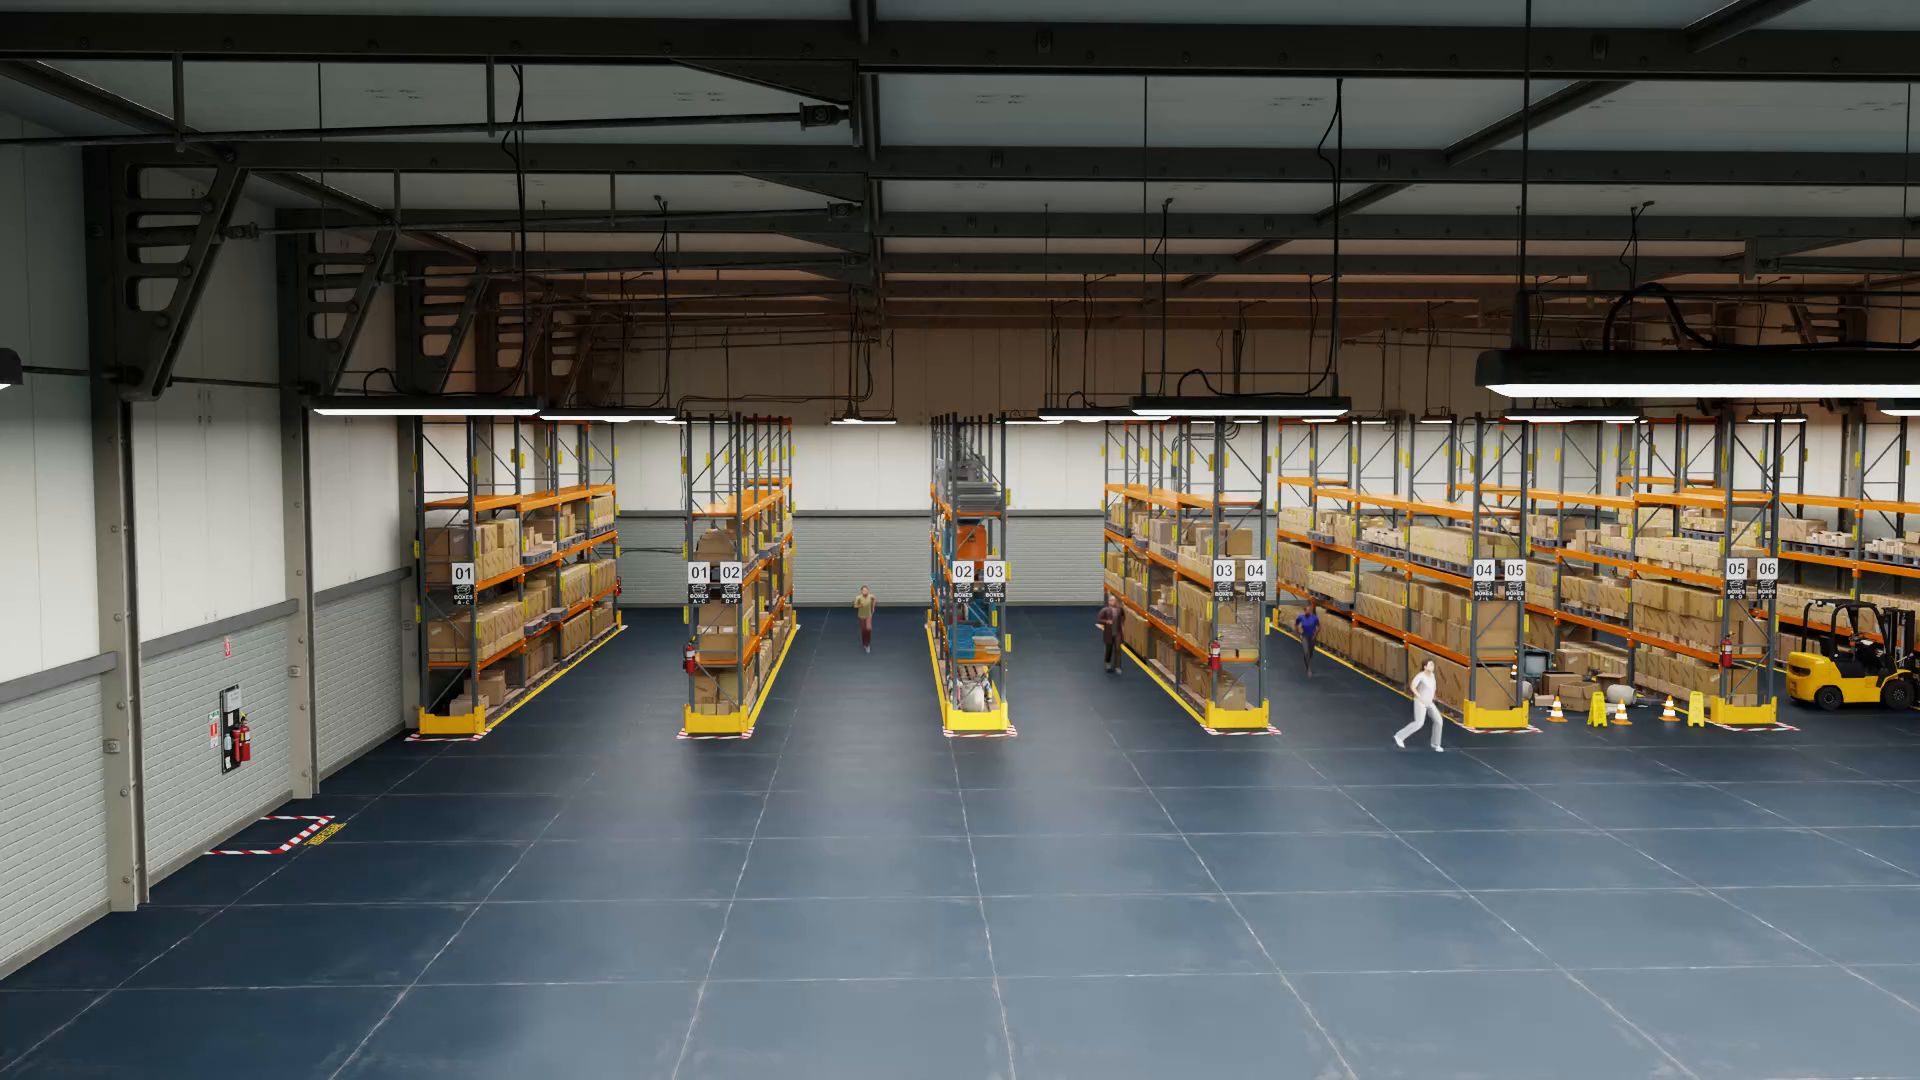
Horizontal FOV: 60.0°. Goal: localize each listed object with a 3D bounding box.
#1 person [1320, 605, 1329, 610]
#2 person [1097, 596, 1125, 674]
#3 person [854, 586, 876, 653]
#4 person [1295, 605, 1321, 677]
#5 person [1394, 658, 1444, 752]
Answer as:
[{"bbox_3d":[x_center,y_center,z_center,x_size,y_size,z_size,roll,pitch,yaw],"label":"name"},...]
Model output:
[{"bbox_3d":[10.743,1.603,48.316,0.716,1.694,0.630,-4,5,-44],"label":"person"},{"bbox_3d":[3.537,2.178,38.582,0.711,1.771,1.034,-1,4,-8],"label":"person"},{"bbox_3d":[-2.428,2.015,42.486,0.561,1.720,0.822,0,4,-3],"label":"person"},{"bbox_3d":[8.039,2.311,38.499,0.575,1.654,1.017,0,4,2],"label":"person"},{"bbox_3d":[8.179,2.920,29.444,0.797,1.666,0.718,-3,5,-39],"label":"person"}]
